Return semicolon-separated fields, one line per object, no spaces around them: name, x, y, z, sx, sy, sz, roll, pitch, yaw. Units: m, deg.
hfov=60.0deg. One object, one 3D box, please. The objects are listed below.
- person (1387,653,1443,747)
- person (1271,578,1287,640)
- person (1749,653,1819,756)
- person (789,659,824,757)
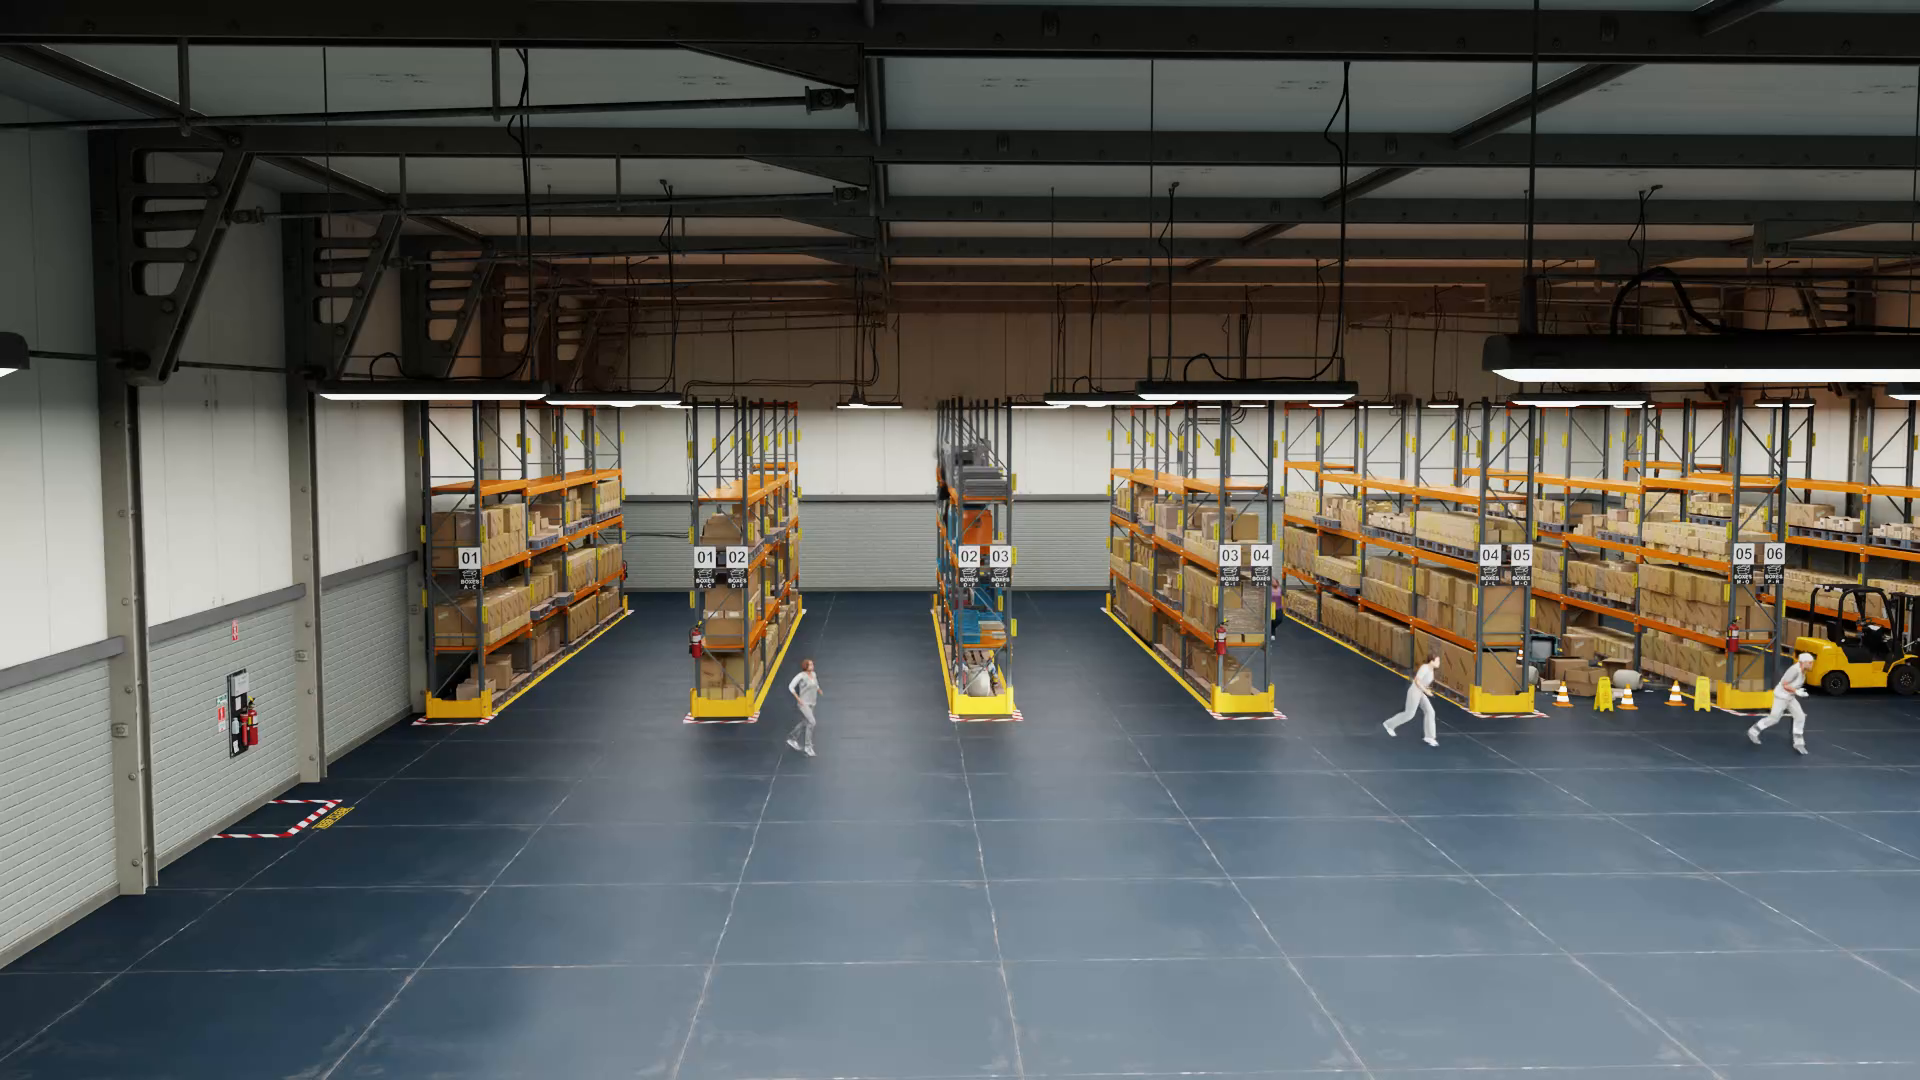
person;7.866;2.727;28.698;0.979;1.625;0.586;2;5;26
person;7.931;1.738;41.589;0.562;1.555;0.633;0;4;1
person;13.902;2.725;28.043;1.060;1.727;0.696;4;6;40
person;-2.579;2.788;27.797;0.694;1.641;0.553;3;5;31
